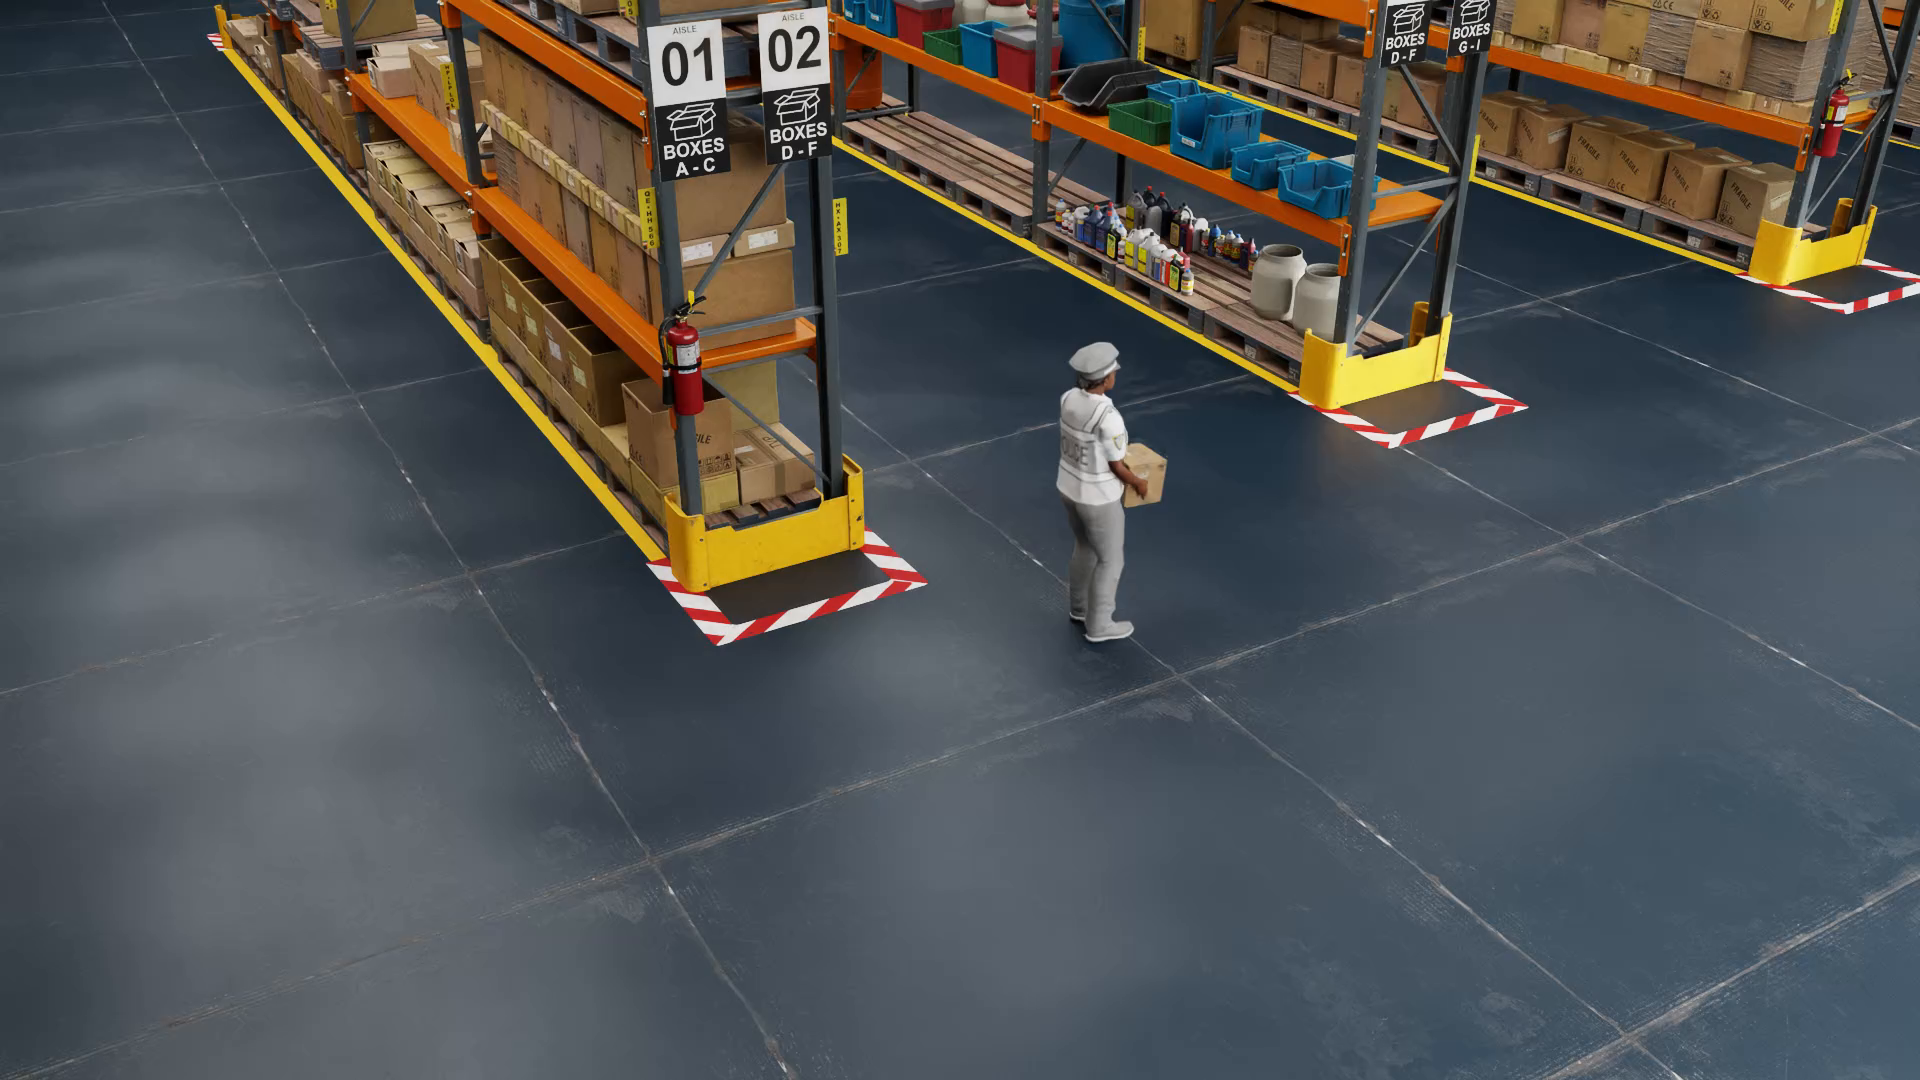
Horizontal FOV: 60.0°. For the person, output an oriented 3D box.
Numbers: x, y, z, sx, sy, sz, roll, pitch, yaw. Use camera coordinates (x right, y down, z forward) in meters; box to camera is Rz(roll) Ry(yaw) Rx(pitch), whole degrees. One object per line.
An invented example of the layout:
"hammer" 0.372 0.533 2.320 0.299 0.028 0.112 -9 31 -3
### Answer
"person" 0.767 -0.271 9.011 0.465 1.689 0.474 -16 33 -27
